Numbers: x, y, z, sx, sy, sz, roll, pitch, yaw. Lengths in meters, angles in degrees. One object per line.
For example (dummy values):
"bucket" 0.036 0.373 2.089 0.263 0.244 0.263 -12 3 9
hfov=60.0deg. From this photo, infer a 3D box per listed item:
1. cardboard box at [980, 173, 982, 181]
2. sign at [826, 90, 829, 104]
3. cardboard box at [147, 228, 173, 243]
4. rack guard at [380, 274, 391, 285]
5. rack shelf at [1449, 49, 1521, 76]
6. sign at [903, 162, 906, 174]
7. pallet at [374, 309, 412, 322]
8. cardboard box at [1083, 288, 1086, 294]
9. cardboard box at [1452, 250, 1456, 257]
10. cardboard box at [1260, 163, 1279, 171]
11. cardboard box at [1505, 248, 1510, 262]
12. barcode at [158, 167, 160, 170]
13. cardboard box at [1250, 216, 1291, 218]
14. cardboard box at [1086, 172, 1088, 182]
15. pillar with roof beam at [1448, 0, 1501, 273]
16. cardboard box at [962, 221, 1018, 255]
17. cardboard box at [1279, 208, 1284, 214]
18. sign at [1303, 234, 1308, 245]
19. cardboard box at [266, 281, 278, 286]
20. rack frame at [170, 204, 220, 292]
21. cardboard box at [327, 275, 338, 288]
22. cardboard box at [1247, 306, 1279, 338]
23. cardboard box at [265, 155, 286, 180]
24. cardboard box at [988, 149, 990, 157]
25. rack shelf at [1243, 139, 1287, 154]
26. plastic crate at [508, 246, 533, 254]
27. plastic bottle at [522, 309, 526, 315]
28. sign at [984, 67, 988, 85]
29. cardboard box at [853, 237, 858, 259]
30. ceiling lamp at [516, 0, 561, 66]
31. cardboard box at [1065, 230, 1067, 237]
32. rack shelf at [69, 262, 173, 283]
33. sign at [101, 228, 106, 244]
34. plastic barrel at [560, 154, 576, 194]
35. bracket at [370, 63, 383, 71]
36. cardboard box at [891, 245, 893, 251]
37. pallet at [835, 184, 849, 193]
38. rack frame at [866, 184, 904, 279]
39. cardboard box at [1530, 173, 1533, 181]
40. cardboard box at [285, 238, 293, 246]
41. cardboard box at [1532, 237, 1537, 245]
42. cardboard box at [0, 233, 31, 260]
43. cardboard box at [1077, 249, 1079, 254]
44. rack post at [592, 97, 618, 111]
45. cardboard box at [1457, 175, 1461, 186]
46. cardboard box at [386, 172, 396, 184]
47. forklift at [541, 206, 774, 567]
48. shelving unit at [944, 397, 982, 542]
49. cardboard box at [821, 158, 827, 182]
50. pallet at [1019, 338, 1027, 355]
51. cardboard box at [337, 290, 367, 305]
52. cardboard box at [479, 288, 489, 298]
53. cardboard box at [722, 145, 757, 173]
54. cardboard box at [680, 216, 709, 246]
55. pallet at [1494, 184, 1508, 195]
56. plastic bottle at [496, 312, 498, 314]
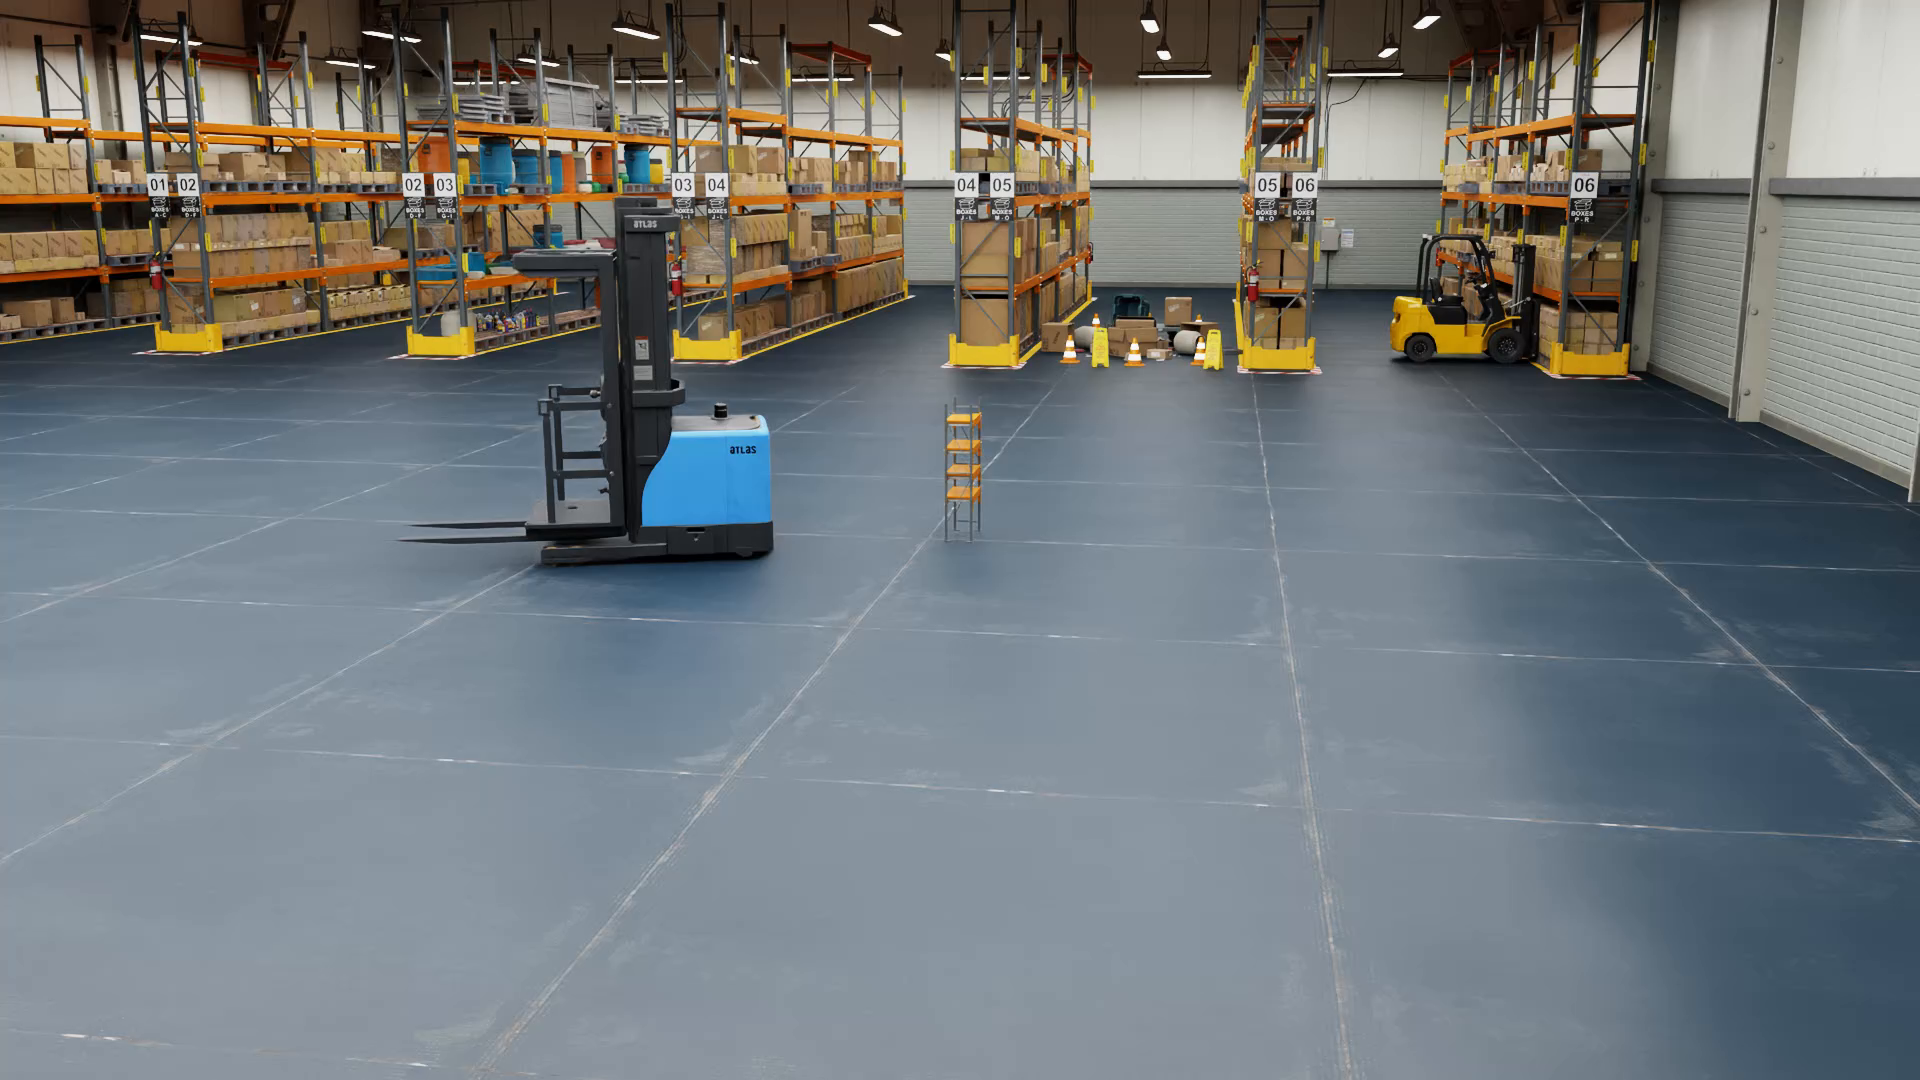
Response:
"cardboard box" 0.174 -6.211 28.434 0.380 0.149 0.250 2 12 9
"sign" -3.167 -10.650 39.957 0.100 0.325 0.005 2 12 9
"cardboard box" -18.042 -6.857 37.911 0.700 0.500 0.500 1 12 3
"rack guard" -16.686 -7.257 46.982 1.175 0.500 0.348 2 12 9
"rack shelf" 12.383 -11.301 39.390 1.077 0.370 4.000 2 12 9
"sign" -1.473 -9.833 43.965 0.100 0.325 0.005 2 12 9
"pallet" -13.190 -5.116 37.731 1.003 0.211 1.213 2 12 9
"cardboard box" 3.064 -6.449 43.070 0.380 0.149 0.250 2 12 10
"cardboard box" 11.988 -6.848 39.747 0.380 0.149 0.250 2 12 8
"cardboard box" 5.085 -6.154 27.514 0.380 0.149 0.250 2 12 9
"cardboard box" 10.824 -5.509 32.104 0.500 0.250 0.500 2 12 10
"barcode" -14.686 -6.812 30.486 0.001 0.075 0.075 2 12 9
"cardboard box" 5.463 -5.451 29.352 0.700 0.500 0.500 2 12 8
"cardboard box" 2.982 -9.238 42.287 0.500 0.250 0.500 2 12 7
"pillar with roof beam" 9.742 -11.116 44.712 9.100 9.000 0.548 2 12 9
"cardboard box" 0.513 -5.158 28.386 0.875 0.550 0.550 2 12 9
"cardboard box" 7.475 -7.751 39.189 0.380 0.149 0.250 2 12 8
"sign" 6.477 -5.581 31.215 0.100 0.325 0.005 2 12 9
"cardboard box" -17.411 -6.471 41.507 0.750 0.750 0.750 2 12 10
"rack frame" -17.920 -6.809 38.968 1.000 3.000 0.127 2 12 9
"cardboard box" -17.008 -6.882 44.242 0.700 0.500 0.500 2 12 8
"cardboard box" 5.190 -3.744 28.496 0.500 0.500 0.500 2 12 9
"cardboard box" -13.978 -7.509 33.530 0.500 0.500 0.500 3 13 13
"cardboard box" 0.330 -6.814 29.339 0.380 0.149 0.250 2 12 8
"rack shelf" 7.478 -9.641 40.525 1.077 0.370 4.000 2 12 9
"plastic crate" -8.974 -5.797 34.121 0.402 0.464 0.583 2 12 9
"plastic bottle" -8.703 -4.437 33.203 0.144 0.351 0.185 2 12 9
"sign" 0.495 -8.756 31.358 0.100 0.325 0.005 2 12 9
"cardboard box" -2.662 -6.787 38.628 0.500 0.500 0.500 2 12 9
"ceiling lamp" -9.869 -13.006 39.627 0.800 3.185 2.000 2 12 9
"cardboard box" 2.272 -7.097 38.494 0.380 0.149 0.250 2 12 8
"rack shelf" -18.228 -6.041 37.112 1.077 0.370 4.000 2 12 9
"sign" -17.998 -6.383 34.939 0.100 0.325 0.005 2 12 9
"plastic barrel" -8.573 -7.864 35.725 0.600 0.830 0.708 2 12 9
"bracket" -16.843 -13.659 47.968 0.235 0.232 0.430 2 12 9
"cardboard box" -1.931 -7.518 42.857 0.380 0.149 0.250 2 12 9
"pallet" -3.191 -7.837 37.067 1.213 0.211 1.003 2 12 11
"rack frame" -2.007 -7.993 44.461 1.000 3.000 0.127 2 12 9
"cardboard box" 10.476 -6.528 29.905 0.380 0.149 0.250 2 12 10
"cardboard box" -13.588 -5.958 33.243 0.380 0.149 0.250 2 12 9
"cardboard box" 10.380 -5.307 29.517 0.380 0.149 0.250 2 12 10
"cardboard box" -18.609 -5.746 32.565 0.500 0.500 0.500 1 12 7
"cardboard box" 2.737 -7.124 41.026 0.380 0.149 0.250 2 12 10
"rack post" -8.108 -9.838 37.559 0.624 0.289 0.986 2 12 9
"cardboard box" 11.972 -8.434 39.040 0.500 0.250 0.500 1 12 7
"cardboard box" -13.039 -8.151 37.435 0.500 0.250 0.500 1 12 4
"forklift" -2.571 -1.319 13.810 1.939 2.867 1.129 -2 12 -9
"shelving unit" 0.025 -0.621 14.527 0.258 1.200 0.503 2 12 9
"cardboard box" -3.132 -7.872 35.359 0.500 0.500 0.500 2 12 9
"pallet" 0.654 -3.539 30.416 1.003 0.211 1.213 2 12 9
"cardboard box" -13.170 -5.242 35.894 0.500 0.311 0.500 1 12 7
"cardboard box" -12.203 -6.363 41.787 0.500 0.500 0.500 2 12 8
"cardboard box" -3.972 -6.867 29.989 0.500 0.500 0.500 2 12 8
"cardboard box" -4.627 -5.468 29.427 0.500 0.500 0.500 2 12 9
"pallet" 11.444 -7.076 33.536 1.213 0.211 1.003 2 12 11
"plastic bottle" -9.251 -4.418 33.297 0.152 0.276 0.135 2 12 11
